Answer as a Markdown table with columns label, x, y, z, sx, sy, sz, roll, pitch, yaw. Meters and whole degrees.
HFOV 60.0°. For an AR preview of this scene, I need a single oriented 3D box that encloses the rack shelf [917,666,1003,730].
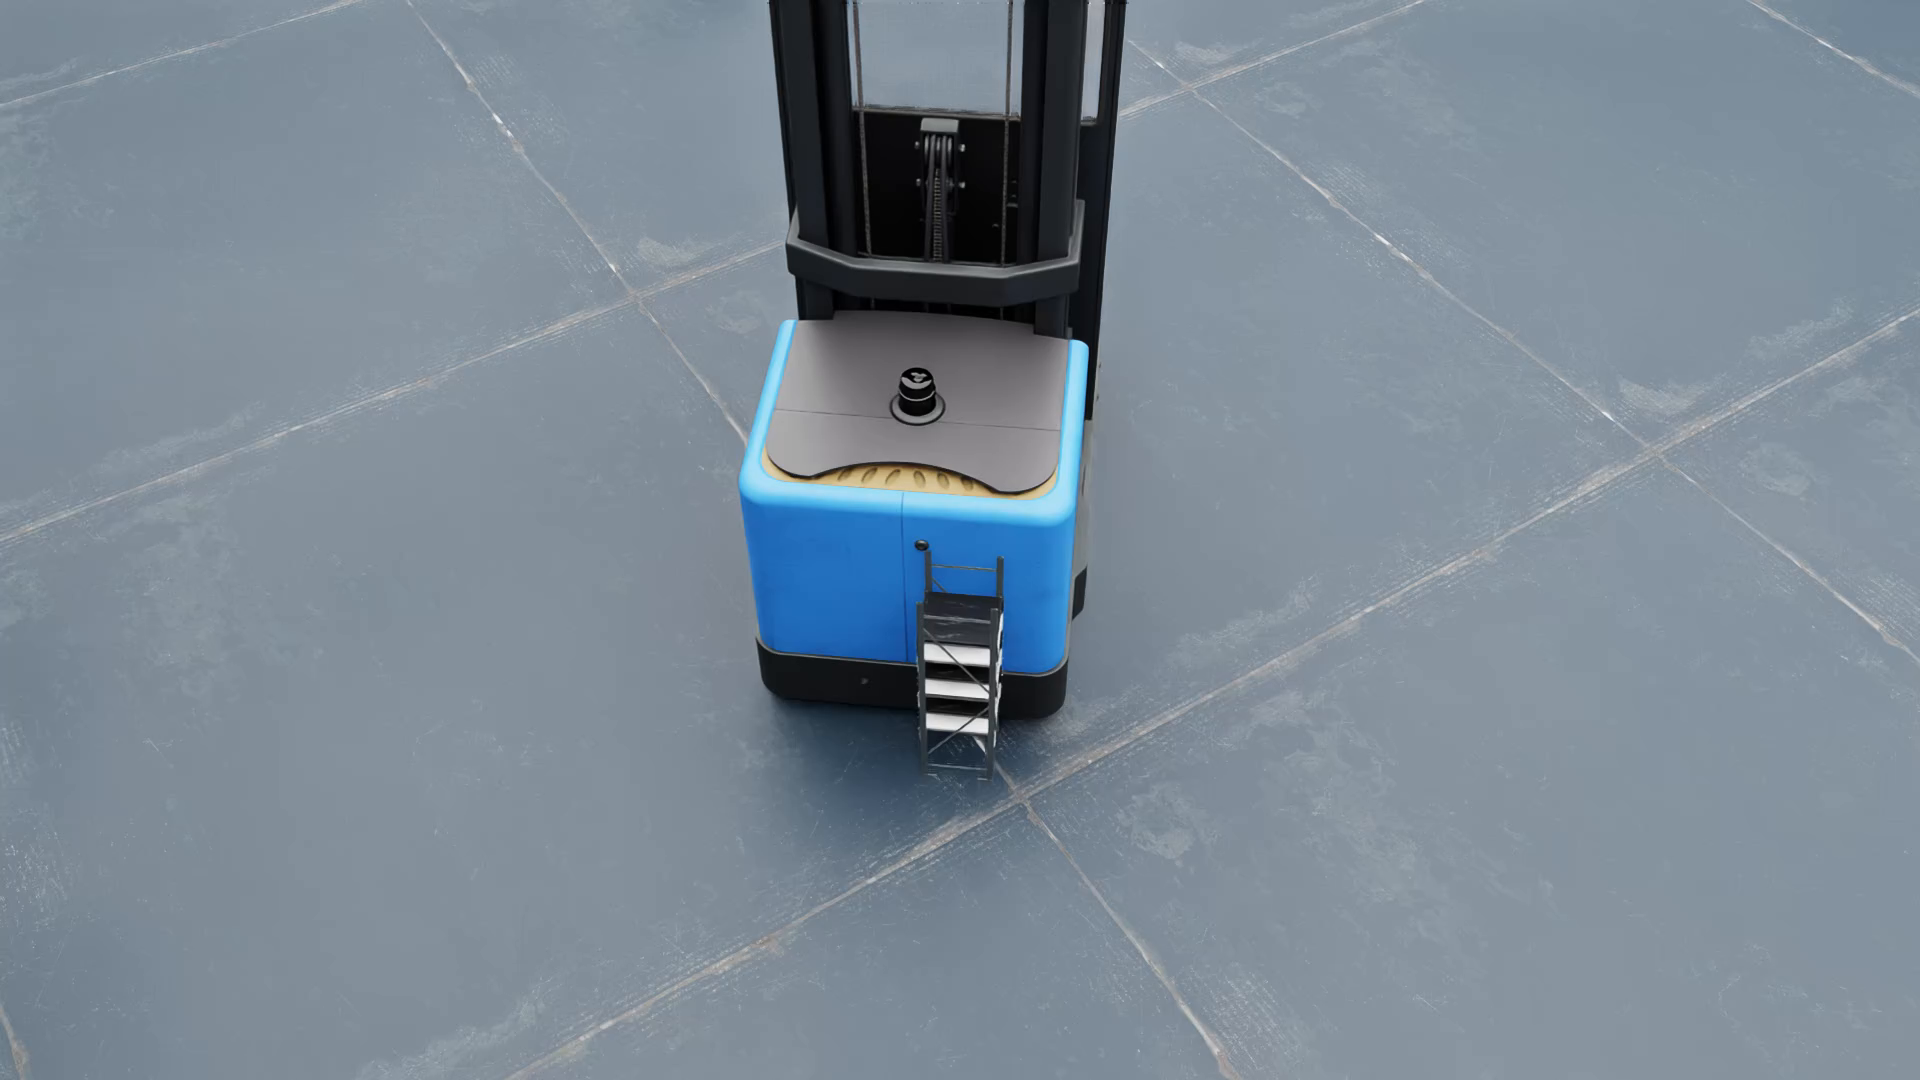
| label | x | y | z | sx | sy | sz | roll | pitch | yaw |
| --- | --- | --- | --- | --- | --- | --- | --- | --- | --- |
| rack shelf | 0.001 | 0.500 | 5.367 | 0.258 | 0.077 | 0.200 | 5 | 48 | 4 |

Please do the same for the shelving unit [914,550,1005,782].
| label | x | y | z | sx | sy | sz | roll | pitch | yaw |
| --- | --- | --- | --- | --- | --- | --- | --- | --- | --- |
| shelving unit | 0.001 | 0.418 | 5.275 | 0.258 | 0.900 | 0.210 | 5 | 48 | 4 |

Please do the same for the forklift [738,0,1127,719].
| label | x | y | z | sx | sy | sz | roll | pitch | yaw |
| --- | --- | --- | --- | --- | --- | --- | --- | --- | --- |
| forklift | -0.011 | -1.480 | 5.605 | 1.130 | 2.935 | 3.031 | 5 | 48 | 4 |

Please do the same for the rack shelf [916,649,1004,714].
| label | x | y | z | sx | sy | sz | roll | pitch | yaw |
| --- | --- | --- | --- | --- | --- | --- | --- | --- | --- |
| rack shelf | 0.001 | 0.440 | 5.300 | 0.258 | 0.077 | 0.200 | 5 | 48 | 4 |

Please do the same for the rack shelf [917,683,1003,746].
| label | x | y | z | sx | sy | sz | roll | pitch | yaw |
| --- | --- | --- | --- | --- | --- | --- | --- | --- | --- |
| rack shelf | 0.001 | 0.560 | 5.434 | 0.258 | 0.077 | 0.200 | 5 | 48 | 4 |

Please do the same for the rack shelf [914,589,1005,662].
| label | x | y | z | sx | sy | sz | roll | pitch | yaw |
| --- | --- | --- | --- | --- | --- | --- | --- | --- | --- |
| rack shelf | 0.001 | 0.261 | 5.098 | 0.258 | 0.077 | 0.200 | 5 | 48 | 4 |

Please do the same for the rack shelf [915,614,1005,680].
| label | x | y | z | sx | sy | sz | roll | pitch | yaw |
| --- | --- | --- | --- | --- | --- | --- | --- | --- | --- |
| rack shelf | 0.001 | 0.320 | 5.166 | 0.258 | 0.077 | 0.200 | 5 | 48 | 4 |

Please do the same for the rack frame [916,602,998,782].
| label | x | y | z | sx | sy | sz | roll | pitch | yaw |
| --- | --- | --- | --- | --- | --- | --- | --- | --- | --- |
| rack frame | -0.010 | 0.493 | 5.208 | 0.240 | 0.900 | 0.006 | 5 | 48 | 4 |

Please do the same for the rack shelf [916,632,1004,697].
| label | x | y | z | sx | sy | sz | roll | pitch | yaw |
| --- | --- | --- | --- | --- | --- | --- | --- | --- | --- |
| rack shelf | 0.001 | 0.380 | 5.233 | 0.258 | 0.077 | 0.200 | 5 | 48 | 4 |

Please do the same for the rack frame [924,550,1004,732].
| label | x | y | z | sx | sy | sz | roll | pitch | yaw |
| --- | --- | --- | --- | --- | --- | --- | --- | --- | --- |
| rack frame | 0.012 | 0.343 | 5.342 | 0.240 | 0.900 | 0.006 | 5 | 48 | 4 |
